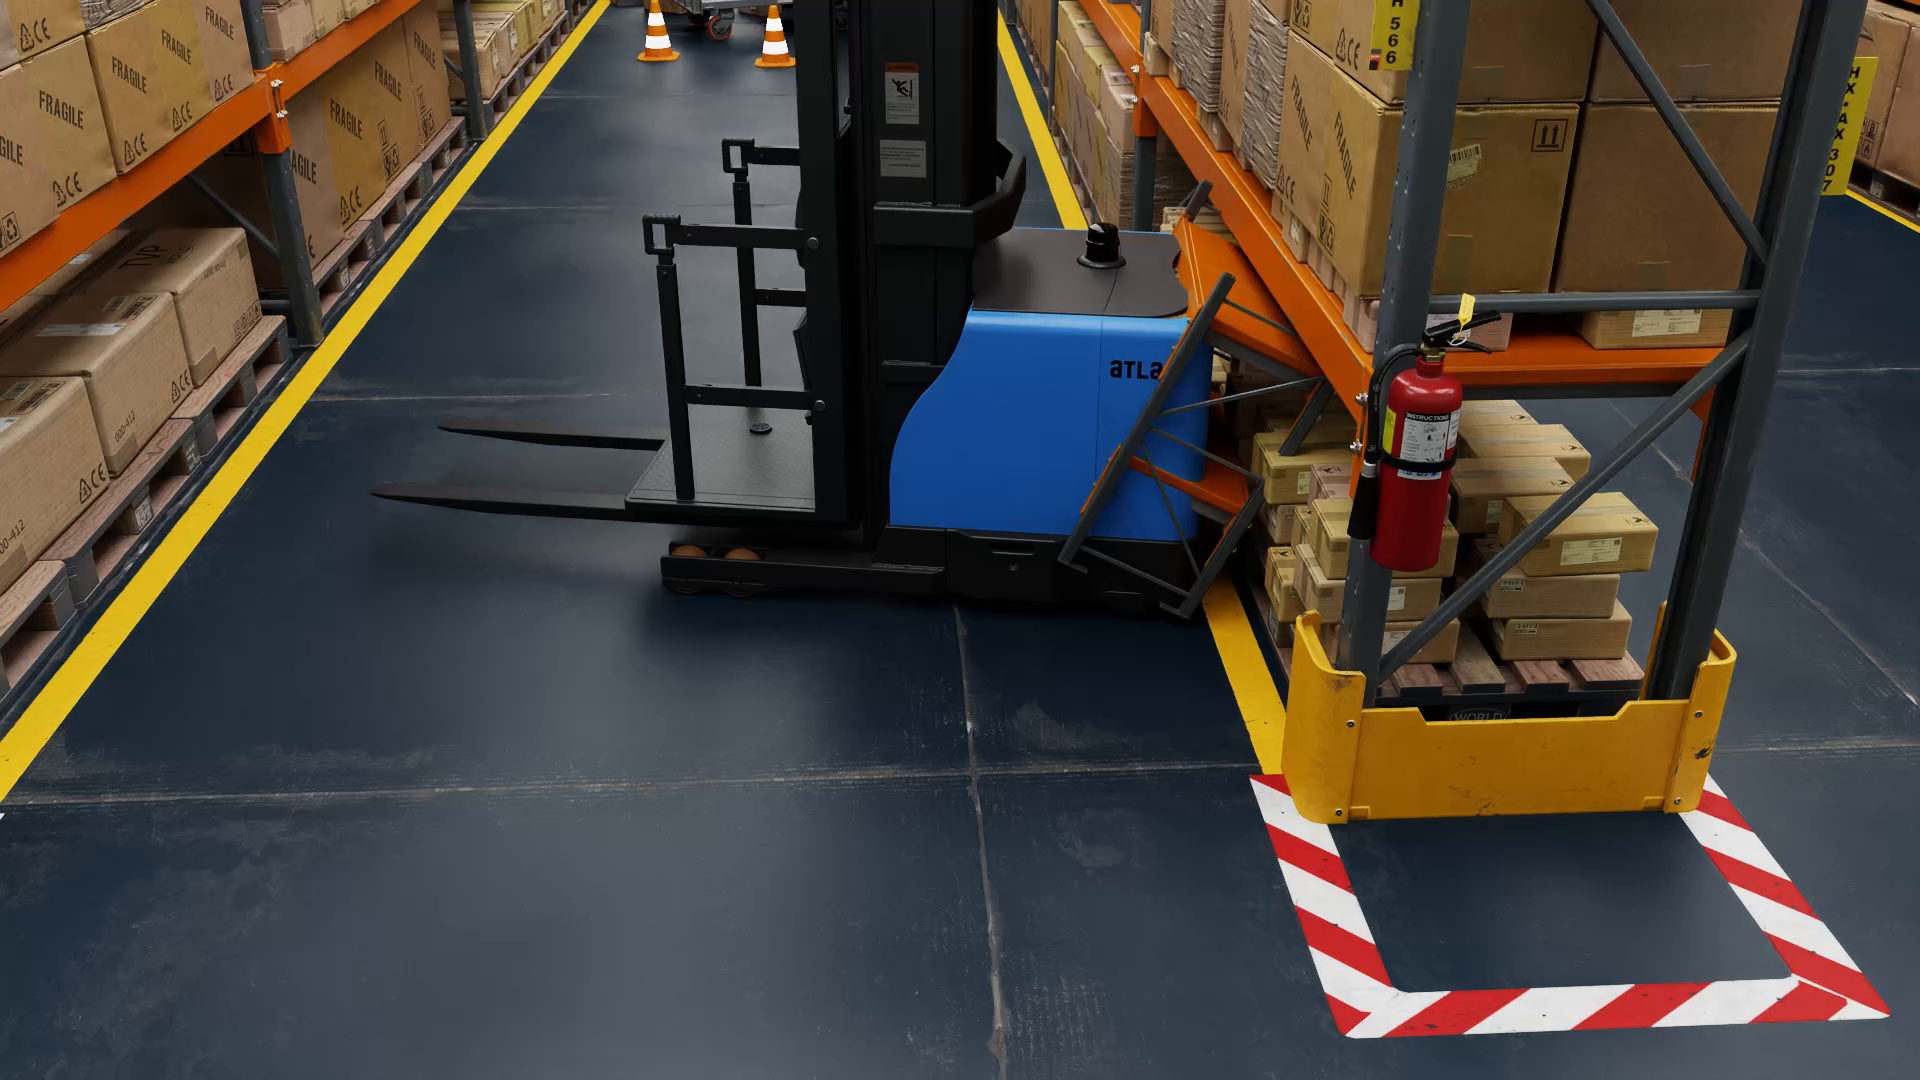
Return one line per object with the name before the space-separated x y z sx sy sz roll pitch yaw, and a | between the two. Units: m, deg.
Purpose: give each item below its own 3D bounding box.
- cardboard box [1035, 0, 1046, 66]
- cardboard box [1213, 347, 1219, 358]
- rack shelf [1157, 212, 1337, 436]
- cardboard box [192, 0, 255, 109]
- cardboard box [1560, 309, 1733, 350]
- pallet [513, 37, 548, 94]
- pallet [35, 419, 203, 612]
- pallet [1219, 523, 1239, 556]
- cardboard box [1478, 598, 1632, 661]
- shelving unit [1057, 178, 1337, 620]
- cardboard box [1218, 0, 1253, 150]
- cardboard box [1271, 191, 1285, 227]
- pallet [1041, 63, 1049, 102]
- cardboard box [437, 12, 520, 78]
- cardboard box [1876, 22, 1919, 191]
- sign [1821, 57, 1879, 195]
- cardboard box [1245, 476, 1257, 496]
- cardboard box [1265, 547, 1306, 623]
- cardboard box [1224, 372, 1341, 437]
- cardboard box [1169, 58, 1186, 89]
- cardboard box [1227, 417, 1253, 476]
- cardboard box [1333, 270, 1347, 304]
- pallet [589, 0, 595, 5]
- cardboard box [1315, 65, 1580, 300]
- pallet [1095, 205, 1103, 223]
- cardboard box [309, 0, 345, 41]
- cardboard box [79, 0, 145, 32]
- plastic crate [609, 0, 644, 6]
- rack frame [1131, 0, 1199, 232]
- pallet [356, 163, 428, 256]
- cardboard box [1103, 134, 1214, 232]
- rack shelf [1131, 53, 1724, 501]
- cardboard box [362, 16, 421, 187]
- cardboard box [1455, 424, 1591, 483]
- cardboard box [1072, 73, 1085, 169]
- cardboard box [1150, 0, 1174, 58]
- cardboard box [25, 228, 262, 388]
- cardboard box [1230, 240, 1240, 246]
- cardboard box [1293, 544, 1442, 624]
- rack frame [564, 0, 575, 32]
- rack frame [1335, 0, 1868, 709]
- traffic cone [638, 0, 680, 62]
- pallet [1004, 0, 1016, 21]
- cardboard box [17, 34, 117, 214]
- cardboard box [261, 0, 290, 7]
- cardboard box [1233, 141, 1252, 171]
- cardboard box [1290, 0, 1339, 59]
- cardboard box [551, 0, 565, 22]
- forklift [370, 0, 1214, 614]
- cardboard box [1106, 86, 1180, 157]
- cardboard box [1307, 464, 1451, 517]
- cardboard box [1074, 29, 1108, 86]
cardboard box | 1.141 -4.153 12.947 1.050 0.750 0.750 -1 28 -2
cardboard box | 1.144 -0.712 6.678 0.380 0.149 0.250 -2 28 -3
rack shelf | 0.950 -0.745 5.692 0.538 0.278 1.000 24 27 -9
cardboard box | -3.318 -2.100 6.924 0.500 0.500 0.500 -1 28 -2
cardboard box | 1.860 -0.629 4.483 0.380 0.149 0.250 -2 28 -3
pallet | -3.906 -3.797 13.302 1.003 0.211 1.213 -1 28 -3
pallet | -3.569 -0.109 6.231 1.003 0.211 1.213 -1 28 -3
pallet | 1.478 -0.319 6.634 1.003 0.211 1.213 -1 28 -3
cardboard box | 1.842 0.246 5.164 0.380 0.149 0.250 -1 28 -2
shelving unit | 0.826 -0.516 5.824 0.538 1.125 1.048 24 27 -9
cardboard box | 1.196 -1.662 5.764 0.500 0.500 0.500 0 28 0
cardboard box | 1.226 -1.086 5.360 0.380 0.149 0.250 -3 28 -5
pallet | 1.166 -3.406 12.553 1.003 0.211 1.213 -1 28 -3
cardboard box | -3.872 -3.734 12.552 0.950 0.372 0.625 -2 28 -4
cardboard box | 6.198 -2.455 9.556 1.225 0.875 0.875 -2 28 -4
sign | 2.092 -0.979 3.948 0.100 0.325 0.005 -1 28 -3
cardboard box | 1.170 -0.213 6.043 0.380 0.149 0.250 -3 28 -5
cardboard box | 1.199 0.141 5.365 0.380 0.149 0.250 -1 28 -1
cardboard box | 1.153 -0.484 5.921 0.380 0.149 0.250 0 28 -1
cardboard box | 1.117 -2.062 7.232 0.380 0.149 0.250 -1 28 -1
cardboard box | 1.168 -0.352 5.988 0.380 0.149 0.250 -1 28 -2
cardboard box | 1.275 -0.731 4.679 0.380 0.149 0.250 -1 28 -3
pallet | -4.152 -5.596 16.750 1.003 0.211 1.213 -1 28 -3
cardboard box | 1.269 -0.960 4.417 0.500 0.500 0.500 -1 28 -2
pallet | 1.299 -1.553 8.999 1.003 0.211 1.213 -1 28 -3
cardboard box | -3.385 -2.645 8.241 0.500 0.250 0.500 -2 28 -4
cardboard box | -3.242 -2.071 5.787 0.500 0.500 0.500 -1 28 -2
plastic crate | -3.278 -5.408 16.533 0.402 0.080 0.583 -11 30 -20
rack frame | 1.341 -2.430 7.665 1.000 3.000 0.127 -1 28 -3
pallet | -3.779 -1.946 9.754 1.003 0.211 1.213 -1 28 -3
cardboard box | 1.051 -1.843 8.789 0.500 0.500 0.500 -2 28 -4
rack shelf | 1.445 -1.187 6.060 1.077 0.370 4.000 -1 28 -3
cardboard box | -3.811 -2.622 9.877 0.875 0.875 0.875 -1 28 -2
cardboard box | 1.842 -0.262 5.495 0.380 0.149 0.250 -1 28 -3
cardboard box | 0.975 -2.553 10.150 0.500 0.500 0.500 -2 28 -4
cardboard box | 1.115 -2.371 7.123 0.500 0.500 0.500 -2 28 -4
cardboard box | -3.672 -1.021 7.281 0.875 0.438 0.875 -2 28 -3
cardboard box | 1.170 -1.207 7.306 0.380 0.149 0.250 -2 28 -3
cardboard box | 1.237 0.127 5.070 0.380 0.149 0.250 -2 28 -4
rack frame | -4.015 -5.958 14.430 1.000 3.000 0.127 -1 28 -3
rack frame | 1.550 -0.582 4.123 1.000 3.000 0.127 -1 28 -3
traffic cone | -2.552 -4.294 13.983 0.336 0.463 0.334 -1 28 -3
pallet | 0.962 -5.241 16.070 1.003 0.211 1.213 -1 28 -3
cardboard box | -3.232 -1.388 5.560 0.500 0.500 0.500 0 28 -1
cardboard box | -3.339 -2.629 7.668 0.500 0.250 0.500 -2 28 -4
cardboard box | 1.206 -1.450 6.058 0.380 0.149 0.250 0 28 -1
cardboard box | 1.251 -1.641 4.642 0.500 0.500 0.500 -2 28 -4
cardboard box | -3.985 -4.737 14.476 0.950 0.372 0.625 -1 28 -2
forklift | -0.622 -1.337 5.644 3.031 2.935 1.130 3 28 7
cardboard box | 1.049 -2.178 8.620 0.500 0.250 0.500 -2 28 -4
cardboard box | 1.313 -0.124 5.230 0.380 0.149 0.250 -1 28 -2
cardboard box | 0.966 -2.900 10.005 0.500 0.250 0.500 -1 28 -2
